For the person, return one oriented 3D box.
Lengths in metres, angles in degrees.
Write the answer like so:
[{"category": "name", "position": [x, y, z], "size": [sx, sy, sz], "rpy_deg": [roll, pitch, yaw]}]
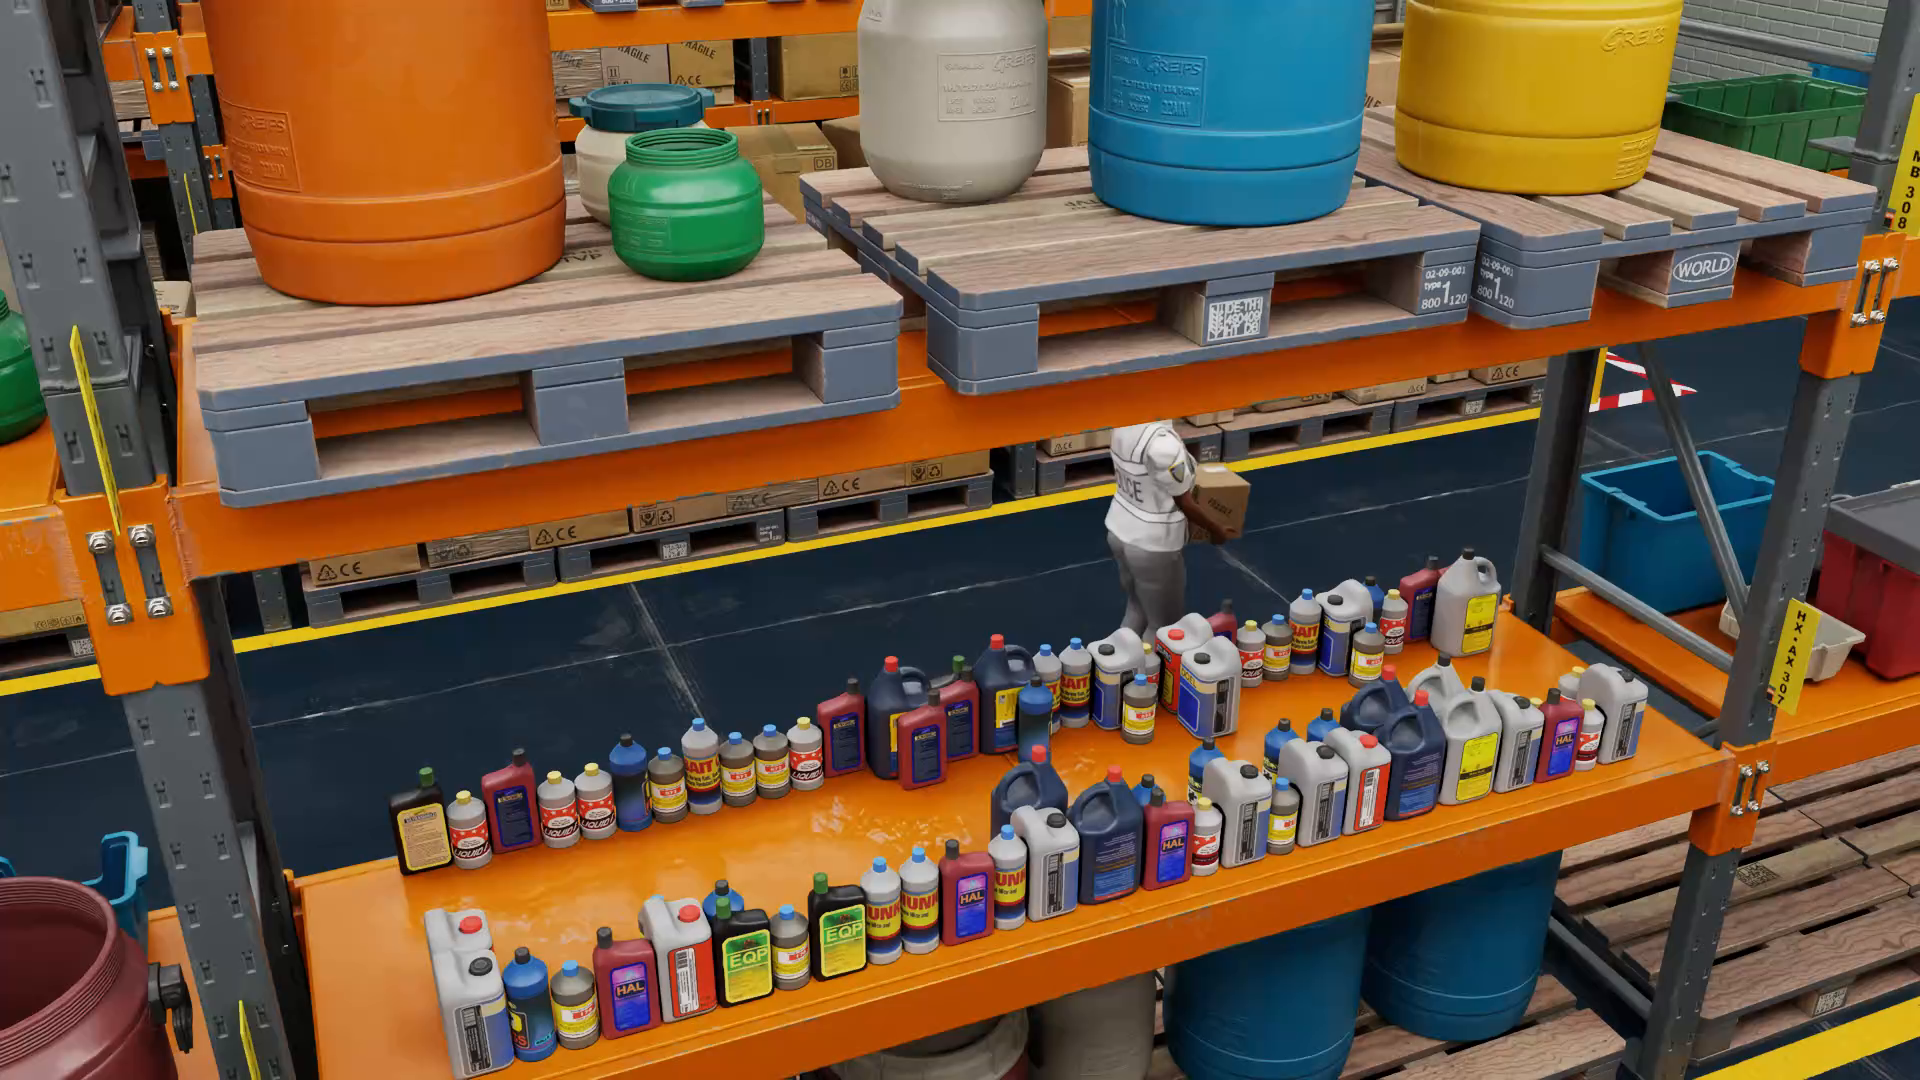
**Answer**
[{"category": "person", "position": [0.885, -0.012, 7.112], "size": [0.517, 1.692, 0.441], "rpy_deg": [-11, 28, -21]}]
